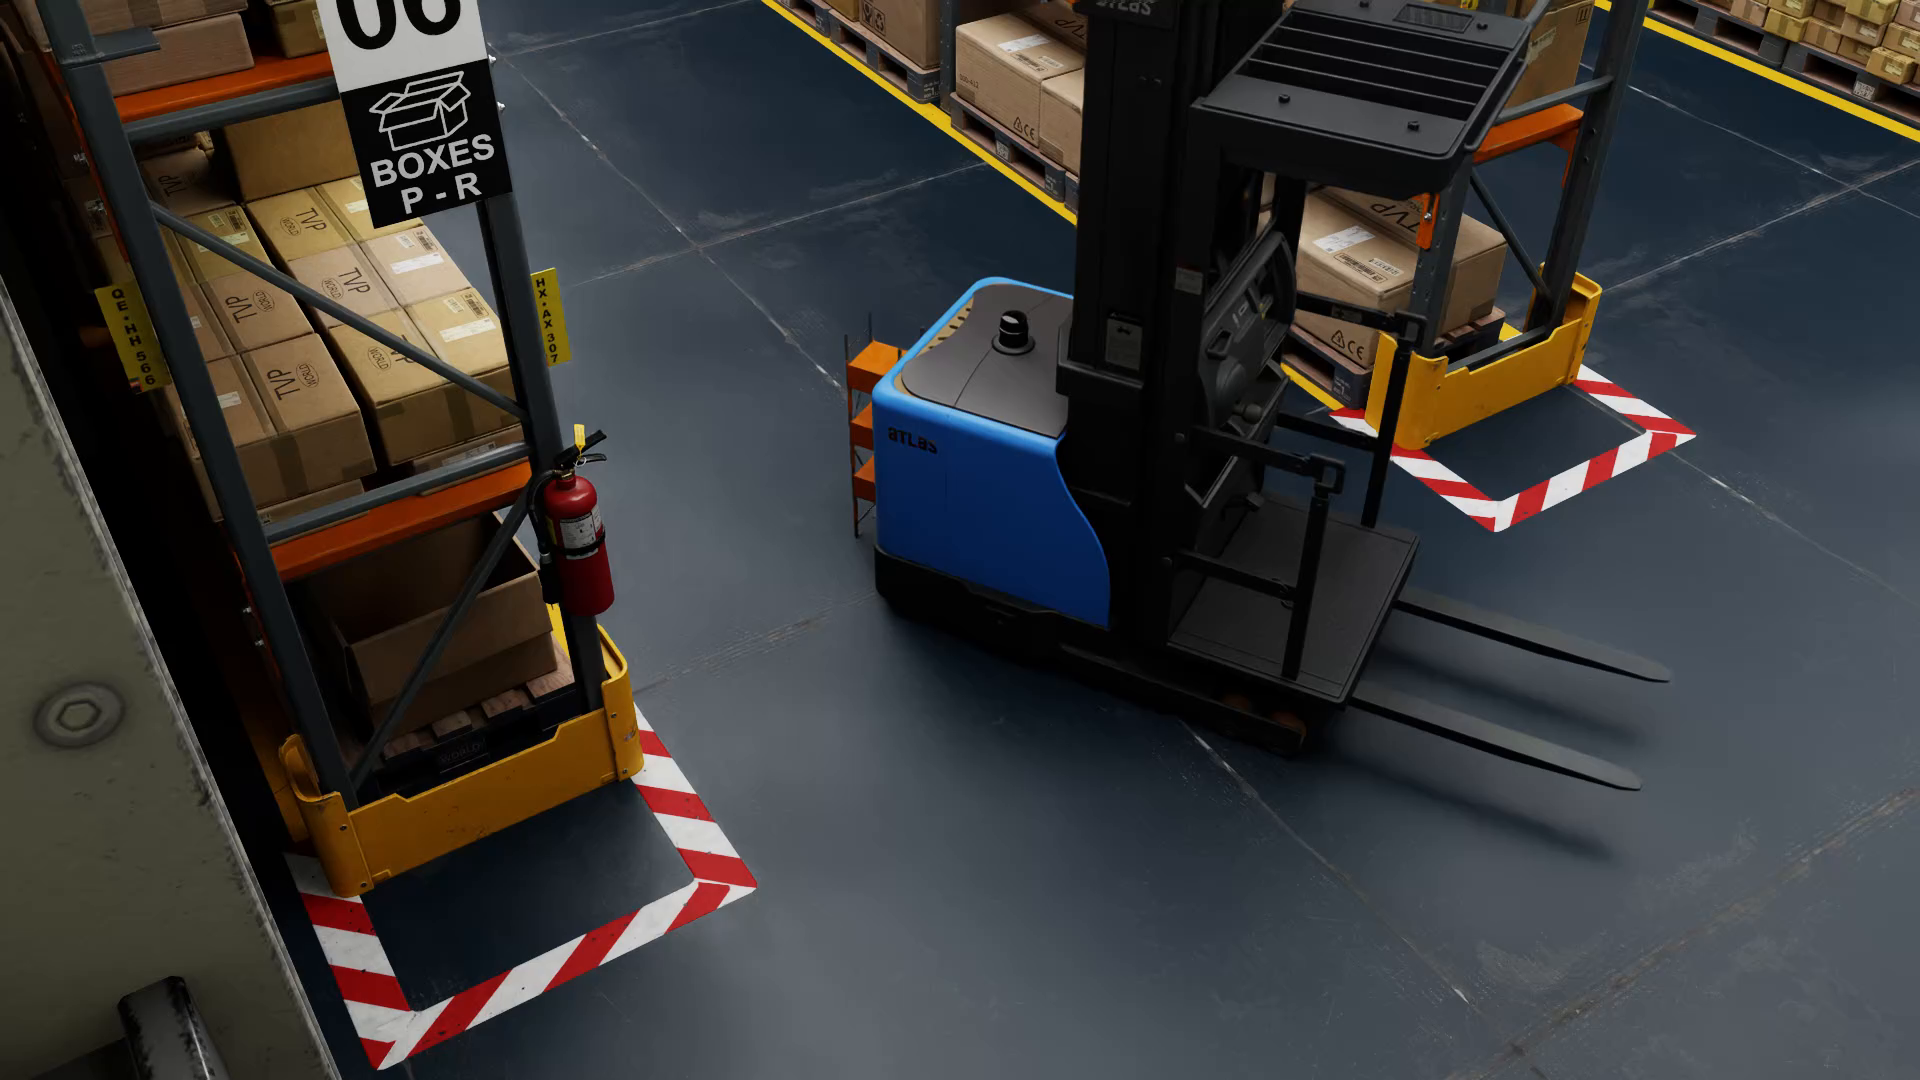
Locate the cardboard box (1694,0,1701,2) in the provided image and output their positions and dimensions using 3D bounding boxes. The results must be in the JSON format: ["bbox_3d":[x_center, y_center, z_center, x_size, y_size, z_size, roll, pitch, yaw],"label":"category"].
[{"bbox_3d":[5.103,-3.849,11.425,0.380,0.149,0.250,-23,45,-26],"label":"cardboard box"}]

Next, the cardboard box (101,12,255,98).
[{"bbox_3d":[-2.072,-1.298,4.317,0.380,0.149,0.250,-21,44,-23],"label":"cardboard box"}]

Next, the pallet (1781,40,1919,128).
[{"bbox_3d":[6.150,-3.038,10.731,1.003,0.211,1.213,-22,45,-24],"label":"pallet"}]

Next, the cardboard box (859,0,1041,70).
[{"bbox_3d":[-0.073,-3.671,10.643,0.875,0.875,0.875,-21,44,-23],"label":"cardboard box"}]

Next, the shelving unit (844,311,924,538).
[{"bbox_3d":[-0.301,-0.430,6.945,0.252,1.050,0.215,19,43,21],"label":"shelving unit"}]

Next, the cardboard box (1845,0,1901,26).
[{"bbox_3d":[5.766,-3.362,10.376,0.380,0.149,0.250,-23,45,-25],"label":"cardboard box"}]

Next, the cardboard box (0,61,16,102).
[{"bbox_3d":[-5.029,-2.541,9.075,0.380,0.149,0.250,-22,44,-24],"label":"cardboard box"}]

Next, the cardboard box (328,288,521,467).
[{"bbox_3d":[-1.722,-0.543,5.443,0.500,0.250,0.500,-22,45,-24],"label":"cardboard box"}]

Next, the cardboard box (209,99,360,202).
[{"bbox_3d":[-2.529,-1.641,6.175,0.500,0.500,0.500,-21,44,-23],"label":"cardboard box"}]

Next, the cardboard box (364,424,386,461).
[{"bbox_3d":[-1.826,-0.446,5.638,0.380,0.149,0.250,-21,44,-23],"label":"cardboard box"}]

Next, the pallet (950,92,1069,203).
[{"bbox_3d":[0.670,-2.510,10.097,1.003,0.211,1.213,-22,45,-24],"label":"pallet"}]

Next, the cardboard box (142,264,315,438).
[{"bbox_3d":[-2.452,-0.641,5.561,0.500,0.250,0.500,-22,45,-24],"label":"cardboard box"}]

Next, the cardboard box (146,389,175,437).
[{"bbox_3d":[-2.594,-0.533,5.742,0.380,0.149,0.250,-22,45,-24],"label":"cardboard box"}]

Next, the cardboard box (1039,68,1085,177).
[{"bbox_3d":[1.056,-2.337,9.384,0.875,0.438,0.875,-24,45,-26],"label":"cardboard box"}]

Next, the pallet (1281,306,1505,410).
[{"bbox_3d":[1.982,-1.193,8.517,1.003,0.211,1.213,-22,45,-24],"label":"pallet"}]

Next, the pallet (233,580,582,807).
[{"bbox_3d":[-2.175,0.452,6.543,1.003,0.211,1.213,-22,45,-24],"label":"pallet"}]

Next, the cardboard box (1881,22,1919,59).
[{"bbox_3d":[5.978,-3.144,10.347,0.380,0.149,0.250,-23,45,-25],"label":"cardboard box"}]

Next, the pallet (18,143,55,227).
[{"bbox_3d":[-4.985,-2.322,9.871,1.003,0.211,1.213,-22,45,-24],"label":"pallet"}]

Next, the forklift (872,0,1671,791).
[{"bbox_3d":[1.198,-0.709,5.811,3.031,2.935,1.130,18,43,21],"label":"forklift"}]

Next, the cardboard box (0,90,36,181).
[{"bbox_3d":[-4.912,-2.229,9.207,0.500,0.500,0.500,-24,46,-26],"label":"cardboard box"}]

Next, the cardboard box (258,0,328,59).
[{"bbox_3d":[-1.680,-1.457,4.508,0.380,0.149,0.250,-21,44,-24],"label":"cardboard box"}]

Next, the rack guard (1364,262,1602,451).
[{"bbox_3d":[2.491,-0.886,7.923,1.175,0.500,0.348,-22,45,-24],"label":"rack guard"}]

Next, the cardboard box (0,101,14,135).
[{"bbox_3d":[-5.485,-2.787,9.876,0.500,0.500,0.500,-20,44,-22],"label":"cardboard box"}]

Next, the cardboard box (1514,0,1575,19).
[{"bbox_3d":[2.460,-2.639,7.215,0.500,0.500,0.500,-23,45,-25],"label":"cardboard box"}]

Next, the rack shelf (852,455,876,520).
[{"bbox_3d":[-0.301,-0.208,7.130,0.240,0.259,0.215,19,43,21],"label":"rack shelf"}]

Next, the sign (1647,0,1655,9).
[{"bbox_3d":[2.949,-2.410,7.061,0.100,0.325,0.005,-22,45,-24],"label":"sign"}]

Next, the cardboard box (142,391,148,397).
[{"bbox_3d":[-3.700,-0.998,7.877,0.500,0.311,0.500,-21,44,-23],"label":"cardboard box"}]

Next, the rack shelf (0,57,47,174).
[{"bbox_3d":[-4.931,-3.111,9.202,1.077,0.370,4.000,-22,45,-24],"label":"rack shelf"}]

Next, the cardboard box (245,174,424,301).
[{"bbox_3d":[-2.268,-1.088,6.097,0.500,0.250,0.500,-23,45,-25],"label":"cardboard box"}]

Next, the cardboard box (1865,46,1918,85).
[{"bbox_3d":[5.915,-3.000,10.406,0.380,0.149,0.250,-21,44,-23],"label":"cardboard box"}]

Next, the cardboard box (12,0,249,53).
[{"bbox_3d":[-2.173,-1.504,4.254,0.500,0.250,0.500,-23,45,-25],"label":"cardboard box"}]

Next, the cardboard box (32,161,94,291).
[{"bbox_3d":[-4.369,-1.672,8.538,0.500,0.500,0.500,-22,45,-25],"label":"cardboard box"}]

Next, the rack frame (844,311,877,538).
[{"bbox_3d":[-0.408,-0.467,6.990,0.008,1.050,0.200,19,43,21],"label":"rack frame"}]

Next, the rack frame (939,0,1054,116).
[{"bbox_3d":[0.327,-4.018,9.729,1.000,3.000,0.127,-22,45,-24],"label":"rack frame"}]

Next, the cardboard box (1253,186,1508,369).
[{"bbox_3d":[2.039,-1.358,8.210,0.875,0.438,0.875,-24,45,-26],"label":"cardboard box"}]

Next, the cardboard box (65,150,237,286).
[{"bbox_3d":[-2.995,-1.192,6.222,0.500,0.250,0.500,-22,45,-24],"label":"cardboard box"}]

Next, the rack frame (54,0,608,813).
[{"bbox_3d":[-1.705,-0.149,5.085,1.000,3.000,0.127,-22,45,-24],"label":"rack frame"}]

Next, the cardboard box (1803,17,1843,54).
[{"bbox_3d":[5.702,-3.301,10.767,0.380,0.149,0.250,-22,44,-24],"label":"cardboard box"}]

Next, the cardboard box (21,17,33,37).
[{"bbox_3d":[-2.423,-1.548,4.618,0.380,0.149,0.250,-21,44,-23],"label":"cardboard box"}]

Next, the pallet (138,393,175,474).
[{"bbox_3d":[-3.487,-0.865,8.124,1.003,0.211,1.213,-22,45,-24],"label":"pallet"}]

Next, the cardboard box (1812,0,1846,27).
[{"bbox_3d":[5.734,-3.445,10.708,0.380,0.149,0.250,-23,45,-25],"label":"cardboard box"}]

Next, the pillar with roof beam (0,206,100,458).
[{"bbox_3d":[-0.611,-5.408,6.711,9.100,9.000,0.400,-22,45,-24],"label":"pillar with roof beam"}]

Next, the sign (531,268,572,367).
[{"bbox_3d":[-1.247,-0.668,5.033,0.100,0.325,0.005,-22,45,-24],"label":"sign"}]

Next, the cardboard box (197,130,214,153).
[{"bbox_3d":[-2.837,-1.635,6.753,0.500,0.250,0.500,-23,45,-25],"label":"cardboard box"}]

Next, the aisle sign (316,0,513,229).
[{"bbox_3d":[-1.421,-1.212,4.330,0.394,0.787,0.004,-22,45,-24],"label":"aisle sign"}]

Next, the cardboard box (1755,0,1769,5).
[{"bbox_3d":[5.381,-3.685,10.995,0.380,0.149,0.250,-20,44,-22],"label":"cardboard box"}]

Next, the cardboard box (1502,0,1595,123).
[{"bbox_3d":[2.462,-2.256,7.536,0.500,0.500,0.500,-23,45,-25],"label":"cardboard box"}]

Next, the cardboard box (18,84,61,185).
[{"bbox_3d":[-3.541,-1.736,6.875,0.500,0.250,0.500,-23,45,-25],"label":"cardboard box"}]

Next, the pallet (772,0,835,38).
[{"bbox_3d":[-0.811,-3.997,11.882,1.003,0.211,1.213,-22,45,-24],"label":"pallet"}]

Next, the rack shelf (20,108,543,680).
[{"bbox_3d":[-2.780,-0.952,6.611,1.077,0.370,4.000,-22,45,-24],"label":"rack shelf"}]

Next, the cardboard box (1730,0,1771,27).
[{"bbox_3d":[5.382,-3.572,11.092,0.380,0.149,0.250,-21,44,-24],"label":"cardboard box"}]
